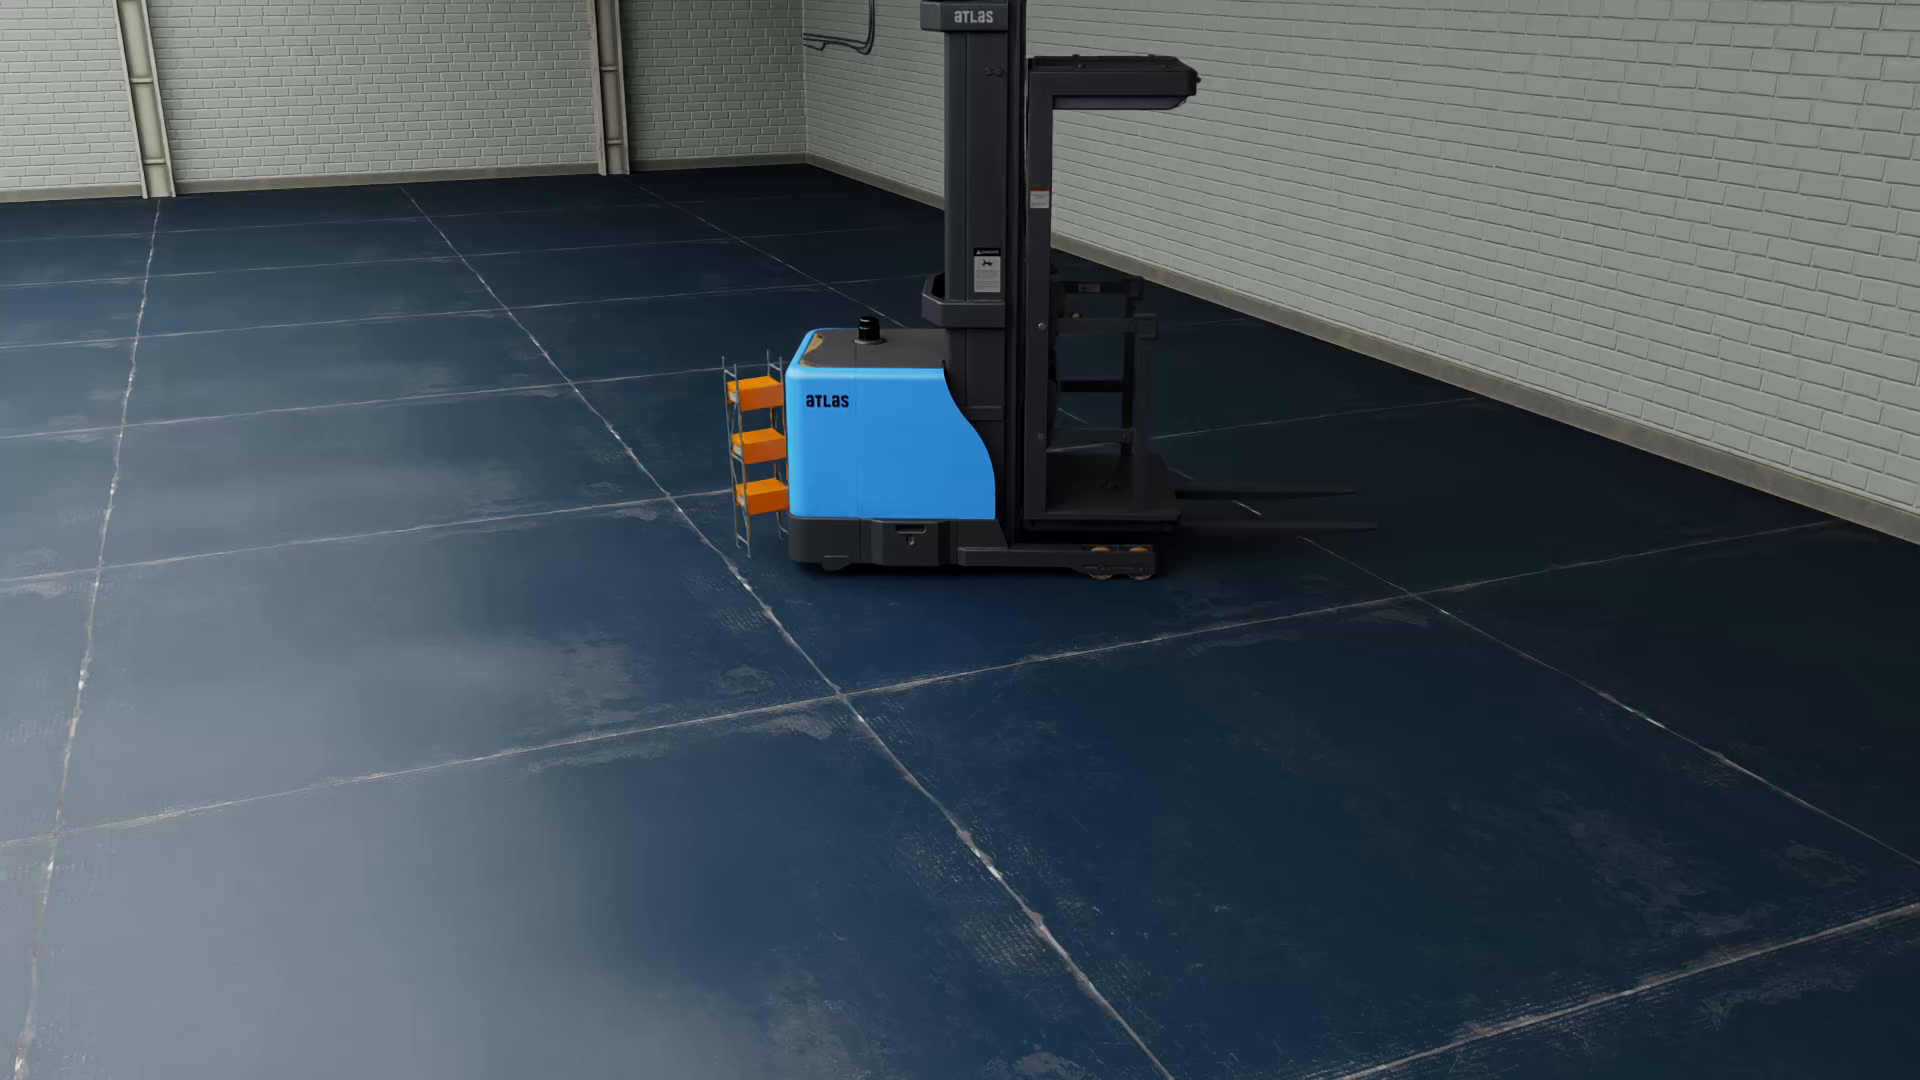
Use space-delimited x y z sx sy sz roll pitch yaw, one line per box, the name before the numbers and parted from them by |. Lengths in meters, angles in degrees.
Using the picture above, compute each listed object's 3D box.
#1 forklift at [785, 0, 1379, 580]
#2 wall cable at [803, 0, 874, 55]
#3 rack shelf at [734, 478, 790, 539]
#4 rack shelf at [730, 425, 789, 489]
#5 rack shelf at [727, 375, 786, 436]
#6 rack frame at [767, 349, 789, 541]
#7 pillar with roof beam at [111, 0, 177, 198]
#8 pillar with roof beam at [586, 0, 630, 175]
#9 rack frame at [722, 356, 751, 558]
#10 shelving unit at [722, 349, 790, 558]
forklift | 0.647 -1.358 8.465 3.031 2.935 1.130 1 19 2
wall cable | -1.784 -8.078 23.091 0.112 2.526 3.097 -8 21 -22
rack shelf | -1.045 -0.177 8.801 0.240 0.259 0.215 -11 22 -25
rack shelf | -1.052 -0.438 8.705 0.240 0.259 0.215 -11 22 -25
rack shelf | -1.060 -0.704 8.608 0.240 0.259 0.215 -11 22 -25
rack frame | -0.944 -0.469 8.753 0.008 1.050 0.200 -11 22 -25
pillar with roof beam | -8.817 -7.456 16.650 0.400 9.000 9.100 -8 21 -22
pillar with roof beam | -3.308 -8.246 18.891 0.400 9.000 9.100 -8 21 -22
rack frame | -1.161 -0.426 8.651 0.008 1.050 0.200 -11 22 -25
shelving unit | -1.053 -0.448 8.702 0.252 1.050 0.215 -11 22 -25
